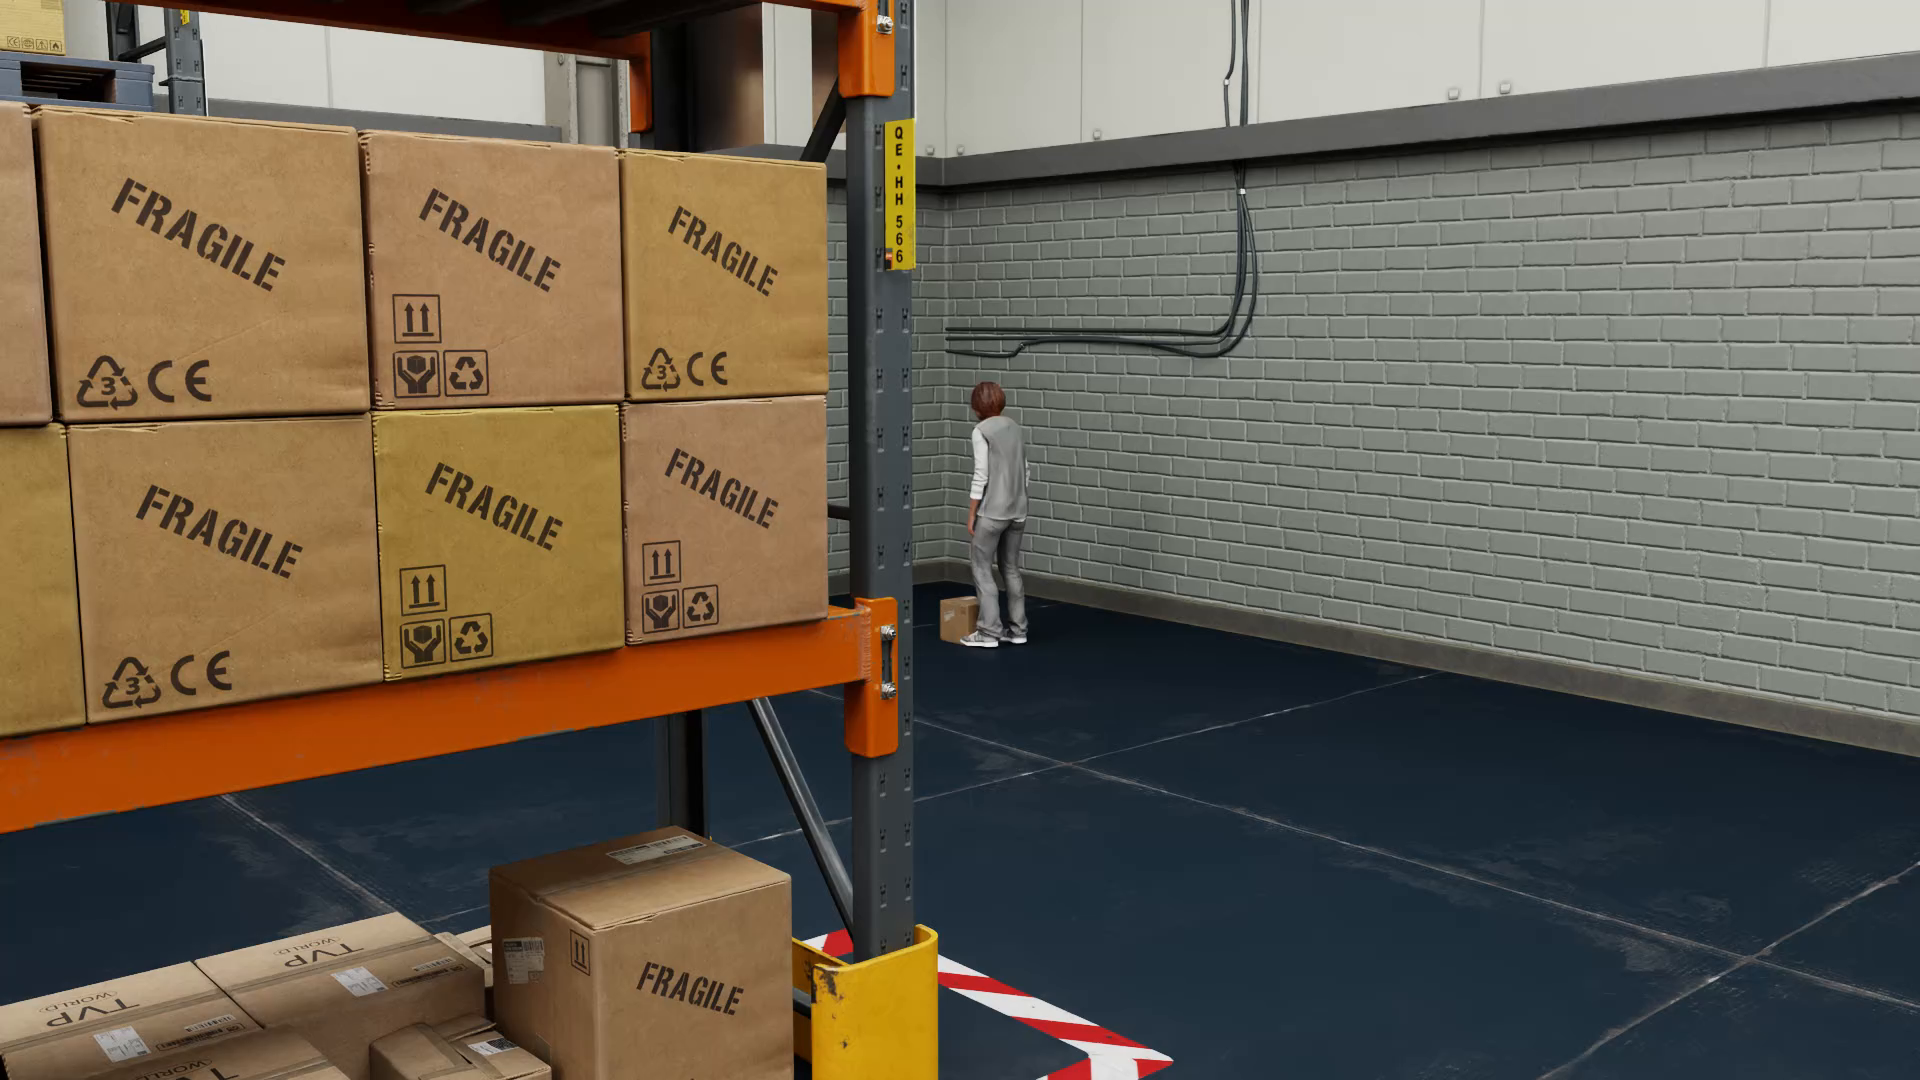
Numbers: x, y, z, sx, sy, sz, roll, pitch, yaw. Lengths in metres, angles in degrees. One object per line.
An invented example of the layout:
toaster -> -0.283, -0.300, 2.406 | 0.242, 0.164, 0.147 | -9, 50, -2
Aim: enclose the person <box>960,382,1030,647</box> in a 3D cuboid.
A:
person -> 0.214, -0.143, 9.954 | 0.469, 1.580, 0.377 | -7, 10, -43
